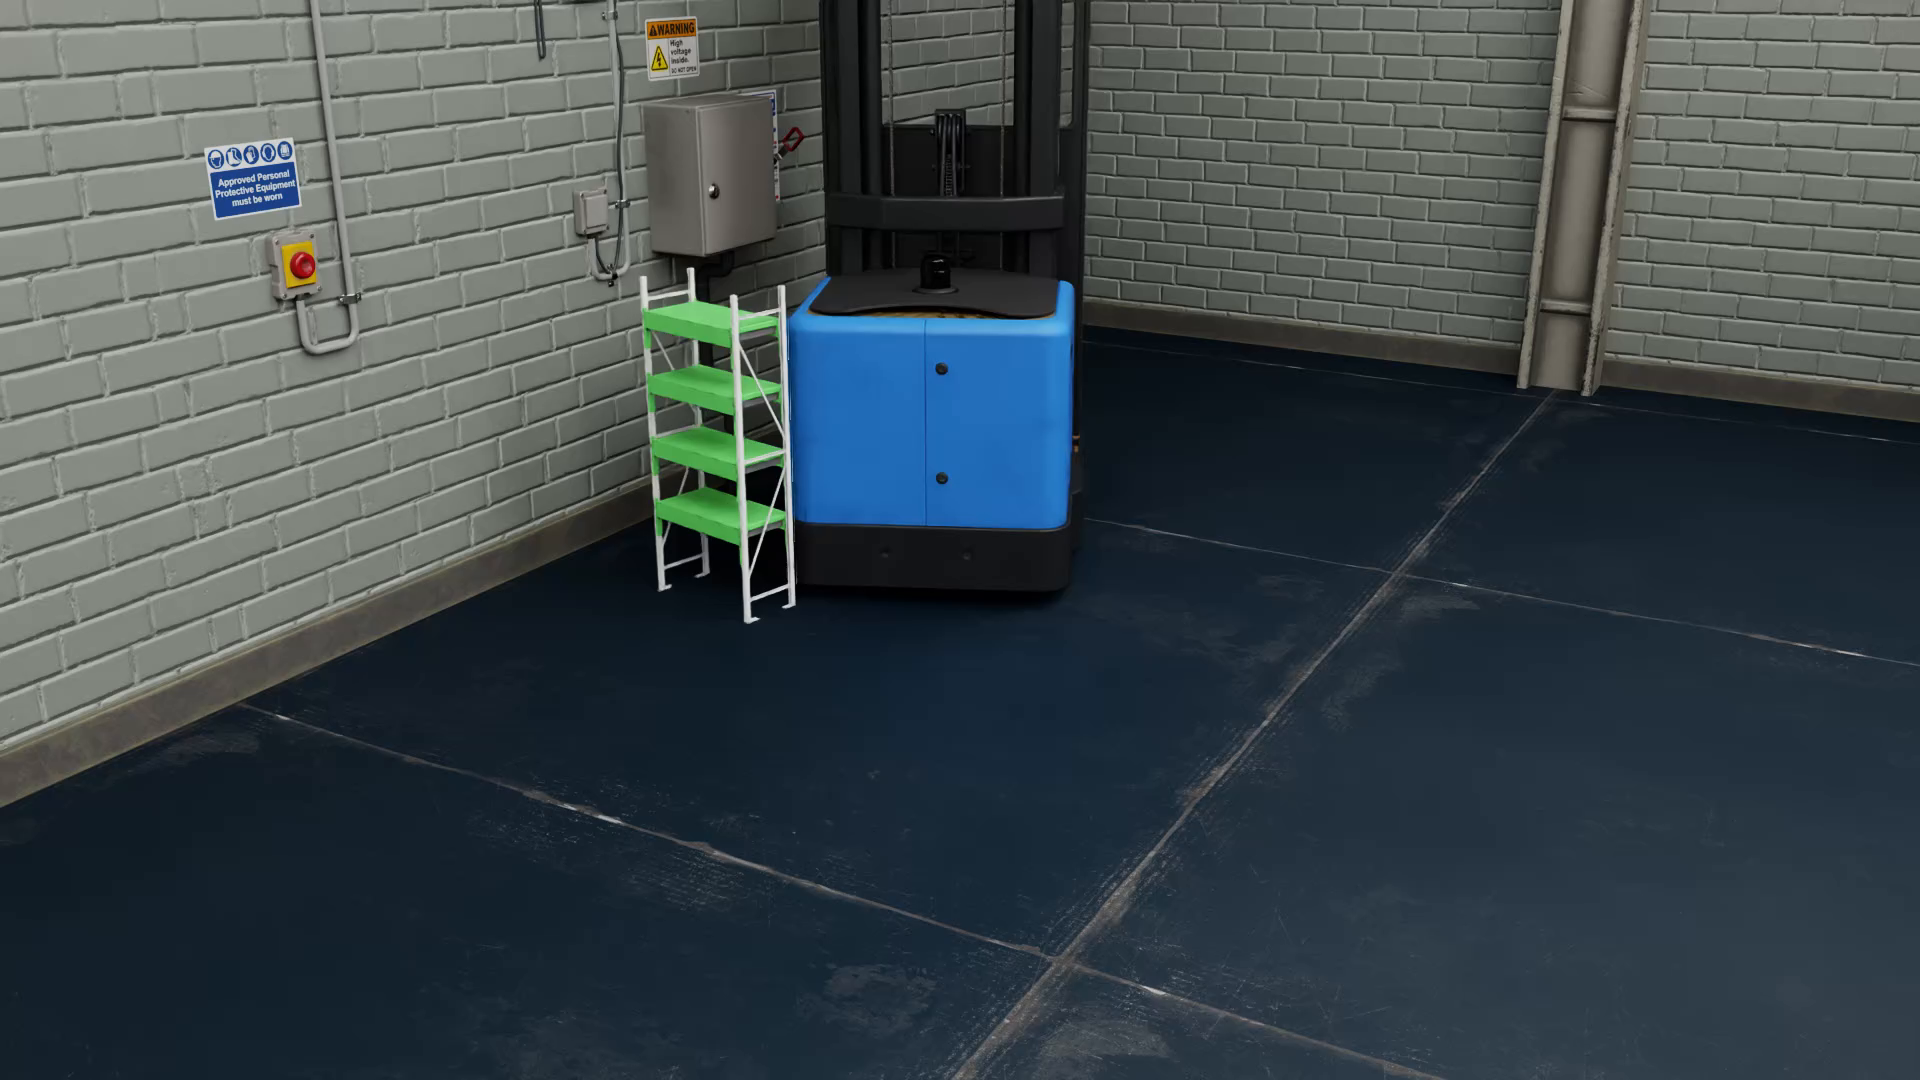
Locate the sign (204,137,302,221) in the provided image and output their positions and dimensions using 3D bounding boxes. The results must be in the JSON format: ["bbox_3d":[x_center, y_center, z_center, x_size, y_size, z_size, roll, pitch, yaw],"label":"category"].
[{"bbox_3d":[-2.194,-1.125,5.172,0.001,0.218,0.327,11,23,27],"label":"sign"}]

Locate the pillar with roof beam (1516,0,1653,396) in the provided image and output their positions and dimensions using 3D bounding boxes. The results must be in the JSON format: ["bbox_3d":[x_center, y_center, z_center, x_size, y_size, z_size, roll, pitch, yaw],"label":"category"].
[{"bbox_3d":[1.221,-3.805,4.159,0.400,9.000,9.100,11,23,27],"label":"pillar with roof beam"}]

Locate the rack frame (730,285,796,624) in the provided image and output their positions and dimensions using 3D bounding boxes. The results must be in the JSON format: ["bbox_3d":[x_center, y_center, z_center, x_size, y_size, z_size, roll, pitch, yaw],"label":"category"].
[{"bbox_3d":[-0.696,-0.292,5.910,0.015,1.200,0.240,17,26,39],"label":"rack frame"}]

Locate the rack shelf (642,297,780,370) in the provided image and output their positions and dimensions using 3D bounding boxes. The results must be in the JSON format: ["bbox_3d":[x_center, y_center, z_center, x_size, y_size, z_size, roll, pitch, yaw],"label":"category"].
[{"bbox_3d":[-0.877,-0.739,5.920,0.480,0.148,0.258,17,26,39],"label":"rack shelf"}]

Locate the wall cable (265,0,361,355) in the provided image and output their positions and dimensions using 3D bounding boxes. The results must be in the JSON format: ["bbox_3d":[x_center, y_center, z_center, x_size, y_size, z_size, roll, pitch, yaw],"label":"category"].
[{"bbox_3d":[-2.117,-1.495,5.051,0.123,1.953,0.585,11,23,27],"label":"wall cable"}]

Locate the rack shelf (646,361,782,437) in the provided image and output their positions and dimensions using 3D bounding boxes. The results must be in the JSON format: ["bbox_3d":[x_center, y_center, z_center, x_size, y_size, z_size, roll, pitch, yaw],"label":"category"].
[{"bbox_3d":[-0.878,-0.514,6.002,0.480,0.148,0.258,17,26,39],"label":"rack shelf"}]

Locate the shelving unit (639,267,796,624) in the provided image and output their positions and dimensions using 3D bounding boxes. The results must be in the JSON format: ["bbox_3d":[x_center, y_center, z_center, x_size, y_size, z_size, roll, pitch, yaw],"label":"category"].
[{"bbox_3d":[-0.879,-0.348,6.062,0.503,1.200,0.258,17,26,39],"label":"shelving unit"}]

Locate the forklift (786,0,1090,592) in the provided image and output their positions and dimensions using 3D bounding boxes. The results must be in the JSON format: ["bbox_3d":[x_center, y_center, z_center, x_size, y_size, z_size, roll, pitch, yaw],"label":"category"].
[{"bbox_3d":[-0.001,-1.645,7.102,1.130,2.935,3.031,2,20,4],"label":"forklift"}]

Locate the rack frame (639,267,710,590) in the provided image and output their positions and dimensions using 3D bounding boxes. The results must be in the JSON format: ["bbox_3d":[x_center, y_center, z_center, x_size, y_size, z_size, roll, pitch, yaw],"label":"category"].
[{"bbox_3d":[-1.061,-0.404,6.214,0.015,1.200,0.240,17,26,39],"label":"rack frame"}]

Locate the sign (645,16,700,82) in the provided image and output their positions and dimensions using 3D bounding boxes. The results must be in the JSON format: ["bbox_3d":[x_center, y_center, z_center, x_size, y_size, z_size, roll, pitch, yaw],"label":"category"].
[{"bbox_3d":[-1.173,-2.010,6.795,0.001,0.242,0.339,11,23,27],"label":"sign"}]

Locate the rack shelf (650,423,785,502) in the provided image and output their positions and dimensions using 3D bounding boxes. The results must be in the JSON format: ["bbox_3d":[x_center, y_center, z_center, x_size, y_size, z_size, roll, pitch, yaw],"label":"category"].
[{"bbox_3d":[-0.879,-0.288,6.084,0.480,0.148,0.258,17,26,39],"label":"rack shelf"}]

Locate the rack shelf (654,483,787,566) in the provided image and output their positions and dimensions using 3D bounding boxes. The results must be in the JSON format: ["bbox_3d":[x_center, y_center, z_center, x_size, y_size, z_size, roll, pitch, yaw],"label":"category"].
[{"bbox_3d":[-0.880,-0.062,6.166,0.480,0.148,0.258,17,26,39],"label":"rack shelf"}]

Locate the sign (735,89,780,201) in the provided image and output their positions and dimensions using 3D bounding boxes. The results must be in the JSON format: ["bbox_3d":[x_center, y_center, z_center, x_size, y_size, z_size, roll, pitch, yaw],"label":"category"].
[{"bbox_3d":[-0.905,-1.740,7.403,0.001,0.494,0.329,11,23,27],"label":"sign"}]

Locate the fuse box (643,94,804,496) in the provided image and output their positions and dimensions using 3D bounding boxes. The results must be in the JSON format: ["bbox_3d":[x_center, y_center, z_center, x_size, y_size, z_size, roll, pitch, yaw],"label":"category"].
[{"bbox_3d":[-0.965,-0.998,7.106,0.414,1.711,0.539,11,23,27],"label":"fuse box"}]

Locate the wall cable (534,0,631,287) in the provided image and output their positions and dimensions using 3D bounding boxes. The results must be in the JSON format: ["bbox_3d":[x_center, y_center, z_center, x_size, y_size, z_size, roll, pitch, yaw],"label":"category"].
[{"bbox_3d":[-1.436,-1.904,6.225,0.122,1.984,0.588,11,23,27],"label":"wall cable"}]
